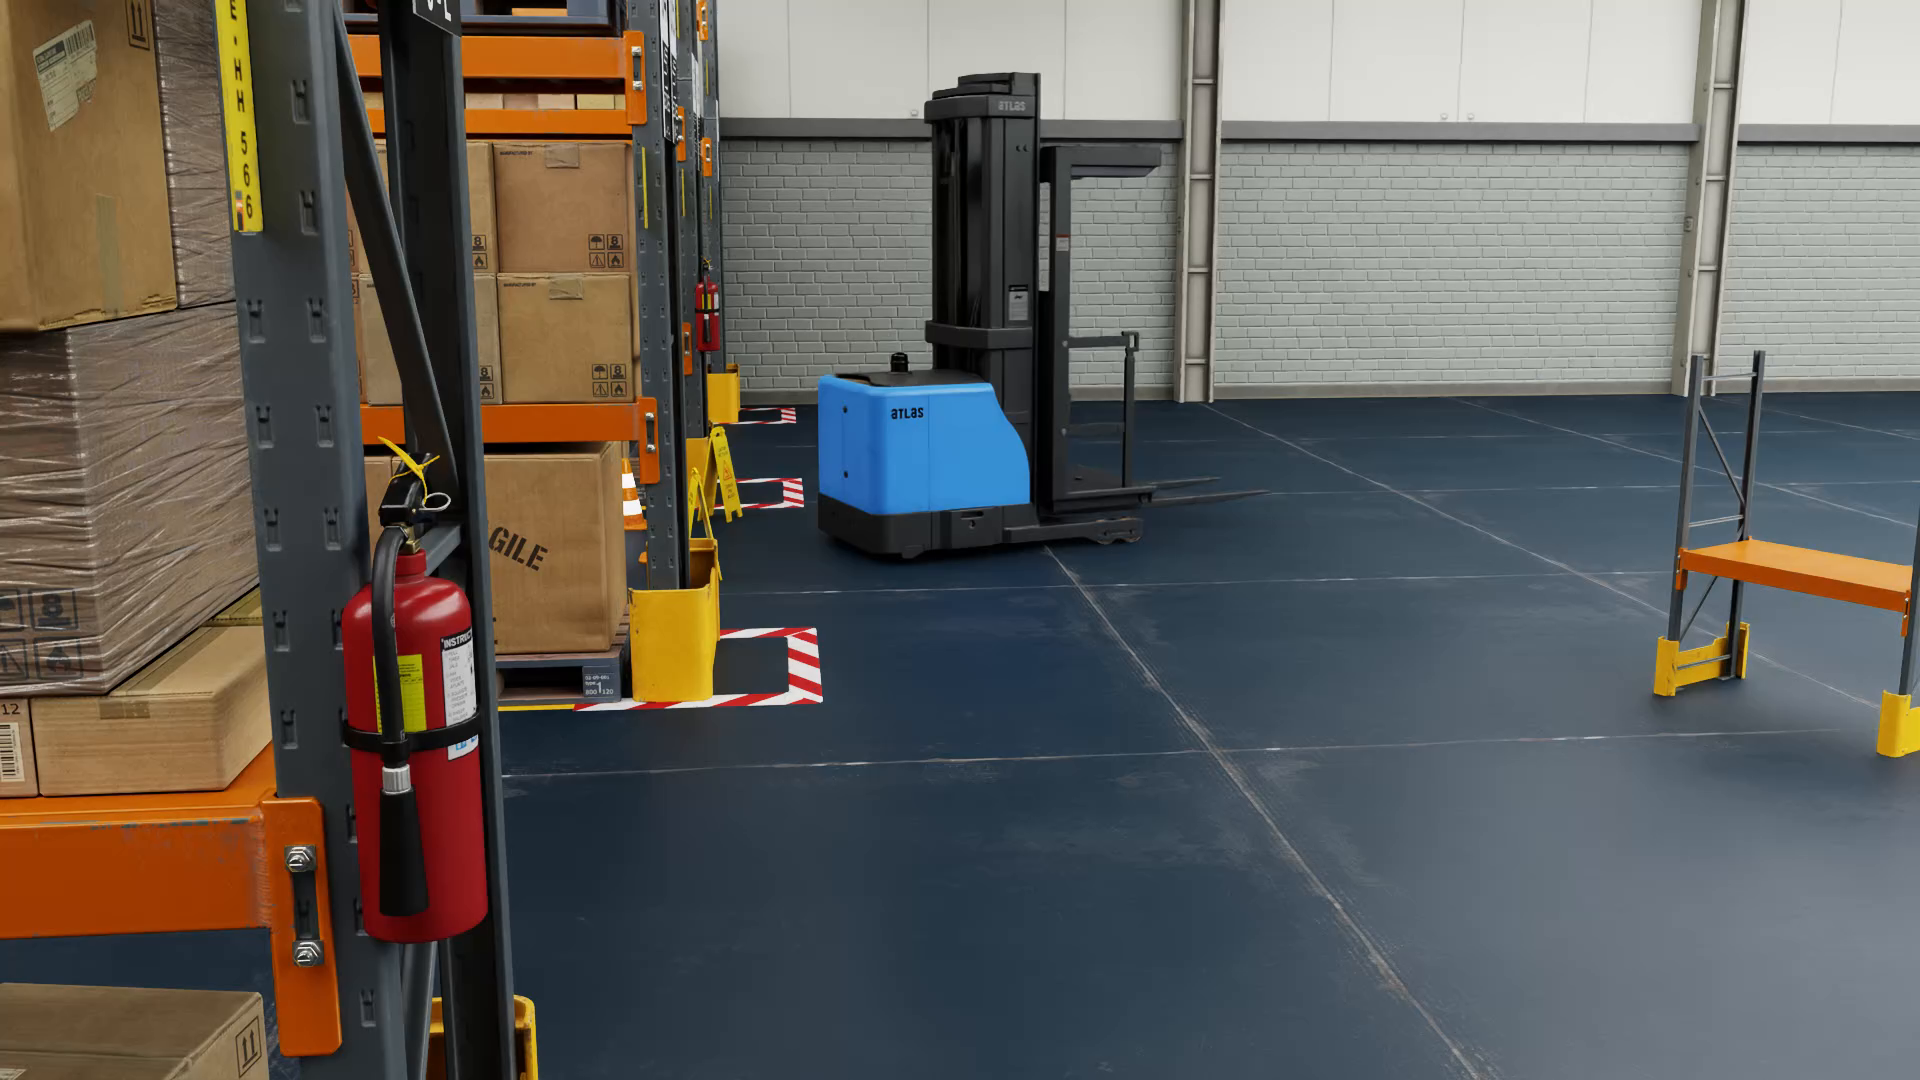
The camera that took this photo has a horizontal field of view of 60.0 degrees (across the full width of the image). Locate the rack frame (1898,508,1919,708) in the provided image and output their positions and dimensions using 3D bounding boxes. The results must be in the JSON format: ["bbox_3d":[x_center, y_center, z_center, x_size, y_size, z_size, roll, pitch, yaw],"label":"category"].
[{"bbox_3d":[3.900,0.085,6.547,0.500,1.500,0.032,-7,13,-32],"label":"rack frame"}]

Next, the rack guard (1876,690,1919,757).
[{"bbox_3d":[3.890,0.695,6.684,0.587,0.250,0.087,-7,13,-32],"label":"rack guard"}]

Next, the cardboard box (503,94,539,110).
[{"bbox_3d":[-3.077,-3.107,11.770,0.250,0.149,0.380,-1,11,-6],"label":"cardboard box"}]

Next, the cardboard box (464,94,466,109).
[{"bbox_3d":[-3.583,-3.088,11.677,0.250,0.149,0.380,-2,11,-8],"label":"cardboard box"}]

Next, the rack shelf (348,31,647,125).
[{"bbox_3d":[-3.335,-1.952,7.111,4.000,0.370,1.077,-1,11,-6],"label":"rack shelf"}]

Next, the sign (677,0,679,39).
[{"bbox_3d":[-1.942,-3.622,11.443,0.005,0.325,0.100,-1,11,-6],"label":"sign"}]

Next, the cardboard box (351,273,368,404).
[{"bbox_3d":[-2.826,-0.929,7.429,0.550,0.550,0.875,-1,11,-6],"label":"cardboard box"}]

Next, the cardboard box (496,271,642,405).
[{"bbox_3d":[-1.711,-0.932,7.445,0.550,0.550,0.875,-1,11,-6],"label":"cardboard box"}]

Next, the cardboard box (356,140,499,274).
[{"bbox_3d":[-2.257,-1.449,7.275,0.550,0.550,0.875,-1,11,-6],"label":"cardboard box"}]

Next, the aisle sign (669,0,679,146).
[{"bbox_3d":[-1.309,-2.210,7.592,0.004,0.787,0.394,-1,11,-6],"label":"aisle sign"}]

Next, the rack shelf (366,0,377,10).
[{"bbox_3d":[-2.900,-0.999,2.262,4.000,0.370,1.077,-1,11,-6],"label":"rack shelf"}]

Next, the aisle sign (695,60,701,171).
[{"bbox_3d":[-1.954,-3.159,12.419,0.004,0.787,0.394,-1,11,-6],"label":"aisle sign"}]

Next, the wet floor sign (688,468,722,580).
[{"bbox_3d":[-1.532,-0.100,9.705,0.232,0.644,0.267,-3,12,-16],"label":"wet floor sign"}]

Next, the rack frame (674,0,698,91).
[{"bbox_3d":[-1.982,-4.766,11.782,0.127,3.000,1.000,-1,11,-6],"label":"rack frame"}]

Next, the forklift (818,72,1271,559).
[{"bbox_3d":[0.631,-1.491,10.855,3.031,2.935,1.130,-5,12,-25],"label":"forklift"}]

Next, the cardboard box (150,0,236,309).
[{"bbox_3d":[-1.488,-0.648,2.767,0.500,0.500,0.500,-1,11,-6],"label":"cardboard box"}]

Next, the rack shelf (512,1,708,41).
[{"bbox_3d":[-4.510,-5.127,16.520,4.000,0.370,1.077,-1,11,-6],"label":"rack shelf"}]

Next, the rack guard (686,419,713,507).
[{"bbox_3d":[-2.058,-0.594,12.594,0.348,0.500,1.175,-1,11,-6],"label":"rack guard"}]

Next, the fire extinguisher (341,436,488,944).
[{"bbox_3d":[-0.748,0.202,2.264,0.183,0.674,0.296,-1,11,-6],"label":"fire extinguisher"}]

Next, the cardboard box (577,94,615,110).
[{"bbox_3d":[-2.550,-3.098,11.727,0.250,0.149,0.380,-1,11,-6],"label":"cardboard box"}]

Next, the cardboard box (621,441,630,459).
[{"bbox_3d":[-2.814,-0.715,12.770,0.500,0.250,0.500,-1,11,-7],"label":"cardboard box"}]

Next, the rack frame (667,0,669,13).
[{"bbox_3d":[-1.347,-3.819,6.964,0.127,3.000,1.000,-1,11,-6],"label":"rack frame"}]

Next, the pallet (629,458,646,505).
[{"bbox_3d":[-2.869,-0.442,12.570,1.213,0.211,1.003,-1,11,-6],"label":"pallet"}]

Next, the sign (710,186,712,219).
[{"bbox_3d":[-2.477,-3.354,16.537,0.005,0.325,0.100,-1,11,-6],"label":"sign"}]

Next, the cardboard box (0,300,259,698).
[{"bbox_3d":[-1.462,-0.111,2.624,0.500,0.500,0.875,-1,11,-6],"label":"cardboard box"}]

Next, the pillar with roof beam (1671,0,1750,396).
[{"bbox_3d":[9.083,-5.300,14.501,0.400,9.000,9.100,-1,11,-6],"label":"pillar with roof beam"}]

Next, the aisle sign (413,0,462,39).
[{"bbox_3d":[-0.883,-1.256,2.742,0.004,0.787,0.394,-1,11,-6],"label":"aisle sign"}]

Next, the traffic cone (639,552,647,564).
[{"bbox_3d":[-1.812,-0.115,10.255,0.334,0.463,0.336,-1,11,-6],"label":"traffic cone"}]

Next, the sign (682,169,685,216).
[{"bbox_3d":[-1.942,-2.439,11.675,0.005,0.325,0.100,-1,11,-6],"label":"sign"}]

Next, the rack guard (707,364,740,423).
[{"bbox_3d":[-2.498,-1.548,17.446,0.348,0.500,1.175,-1,11,-6],"label":"rack guard"}]

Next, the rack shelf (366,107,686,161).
[{"bbox_3d":[-3.970,-2.899,11.929,4.000,0.370,1.077,-1,11,-6],"label":"rack shelf"}]

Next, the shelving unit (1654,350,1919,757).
[{"bbox_3d":[3.621,0.001,6.975,0.587,1.500,1.083,-7,13,-32],"label":"shelving unit"}]

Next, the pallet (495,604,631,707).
[{"bbox_3d":[-2.133,0.525,7.651,1.213,0.211,1.003,-1,11,-6],"label":"pallet"}]

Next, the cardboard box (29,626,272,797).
[{"bbox_3d":[-1.173,0.247,2.487,0.250,0.149,0.380,-1,11,-6],"label":"cardboard box"}]

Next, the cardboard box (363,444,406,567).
[{"bbox_3d":[-2.889,0.007,7.476,0.875,0.875,0.875,-1,11,-7],"label":"cardboard box"}]

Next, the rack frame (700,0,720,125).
[{"bbox_3d":[-2.522,-5.718,16.624,0.127,3.000,1.000,-1,11,-6],"label":"rack frame"}]
